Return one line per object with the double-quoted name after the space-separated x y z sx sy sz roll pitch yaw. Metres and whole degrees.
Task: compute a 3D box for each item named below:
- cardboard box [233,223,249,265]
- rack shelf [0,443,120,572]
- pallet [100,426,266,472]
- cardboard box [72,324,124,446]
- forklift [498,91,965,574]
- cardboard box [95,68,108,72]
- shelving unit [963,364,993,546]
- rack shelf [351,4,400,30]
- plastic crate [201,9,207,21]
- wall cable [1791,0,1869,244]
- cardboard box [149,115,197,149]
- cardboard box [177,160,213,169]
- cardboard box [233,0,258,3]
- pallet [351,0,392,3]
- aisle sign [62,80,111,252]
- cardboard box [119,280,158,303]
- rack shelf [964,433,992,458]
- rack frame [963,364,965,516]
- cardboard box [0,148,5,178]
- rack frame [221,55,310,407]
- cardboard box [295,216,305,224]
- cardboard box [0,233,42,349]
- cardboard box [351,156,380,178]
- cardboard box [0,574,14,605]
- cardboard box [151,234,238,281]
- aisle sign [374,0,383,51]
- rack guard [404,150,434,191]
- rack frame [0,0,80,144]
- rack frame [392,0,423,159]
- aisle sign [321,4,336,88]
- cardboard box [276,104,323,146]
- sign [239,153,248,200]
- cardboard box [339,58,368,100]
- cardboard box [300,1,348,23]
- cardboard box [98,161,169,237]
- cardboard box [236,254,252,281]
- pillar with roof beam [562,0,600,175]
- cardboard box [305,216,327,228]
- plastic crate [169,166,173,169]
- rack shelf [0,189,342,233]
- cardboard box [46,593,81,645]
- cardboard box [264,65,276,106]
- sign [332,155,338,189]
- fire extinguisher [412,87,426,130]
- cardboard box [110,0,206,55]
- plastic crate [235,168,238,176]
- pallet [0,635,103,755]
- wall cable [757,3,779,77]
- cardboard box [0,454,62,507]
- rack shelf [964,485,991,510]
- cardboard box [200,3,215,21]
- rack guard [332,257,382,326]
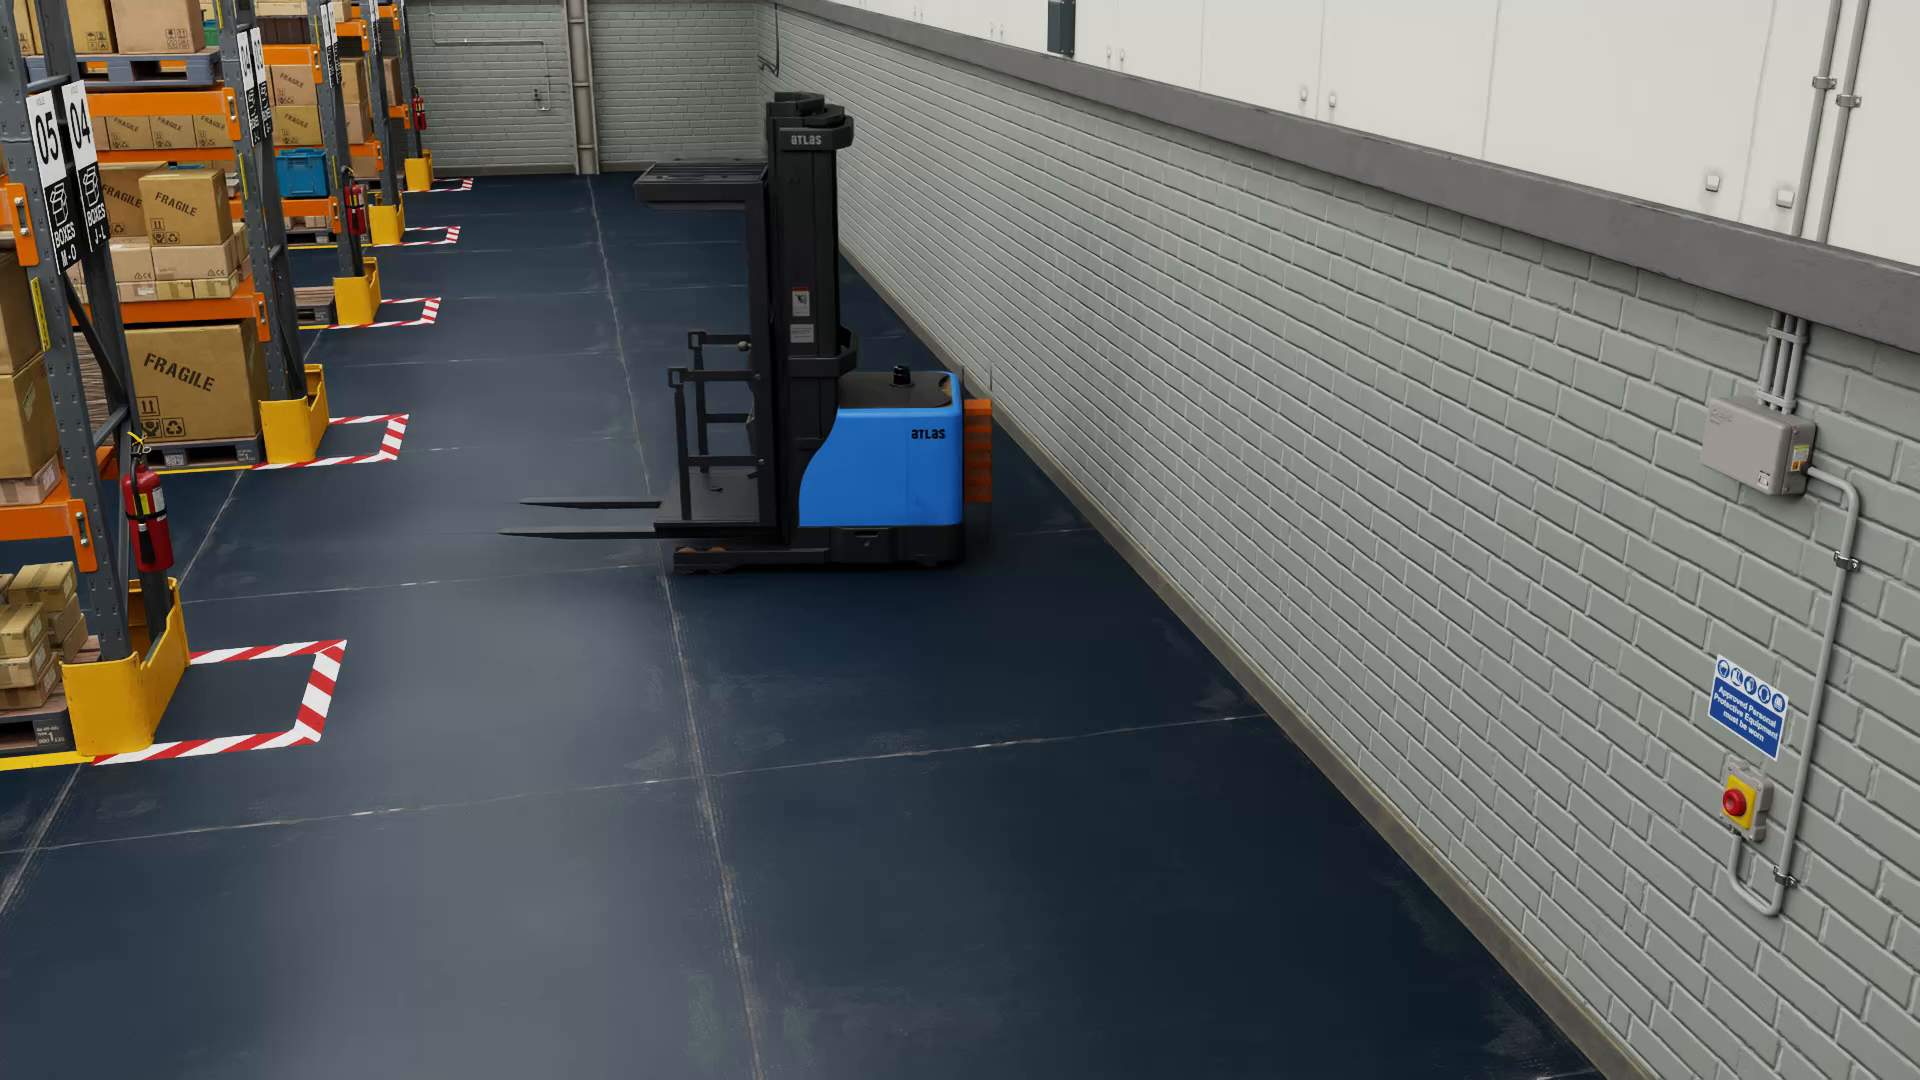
-5.903 -2.321 13.075 0.500 0.250 0.500 -5 21 -14 "cardboard box"
-6.277 -0.035 8.095 4.000 0.370 1.077 -5 21 -12 "rack shelf"
-6.133 -0.800 13.193 1.213 0.211 1.003 -5 21 -12 "pallet"
-6.863 -1.249 12.843 0.875 0.875 0.875 -5 21 -12 "cardboard box"
-1.495 -1.343 10.720 3.031 2.935 1.130 -1 20 -2 "forklift"
-10.517 -5.700 20.914 0.500 0.500 0.500 -5 21 -14 "cardboard box"
0.115 -0.560 11.100 0.189 1.200 0.258 -1 20 -2 "shelving unit"
-10.739 -8.086 25.712 4.000 0.370 1.077 -5 21 -12 "rack shelf"
-8.063 -5.208 16.899 0.767 0.338 0.504 -5 21 -12 "plastic crate"
2.378 -2.244 4.357 0.029 3.000 0.463 -5 21 -12 "wall cable"
-9.998 -5.275 21.210 0.500 0.500 0.500 -5 21 -13 "cardboard box"
-11.934 -5.905 26.098 0.500 0.500 0.700 -4 21 -12 "cardboard box"
-9.064 -6.884 20.878 0.500 0.250 0.500 -5 21 -12 "cardboard box"
-9.512 -8.478 25.866 1.213 0.211 1.003 -5 21 -12 "pallet"
-4.328 -1.858 8.246 0.004 0.787 0.394 -5 21 -12 "aisle sign"
-6.142 -1.902 12.512 0.250 0.149 0.380 -5 21 -12 "cardboard box"
0.115 -0.631 11.074 0.180 0.103 0.258 -1 20 -2 "rack shelf"
0.024 -0.559 11.097 0.006 1.200 0.240 -1 20 -2 "rack frame"
-4.712 -1.745 7.573 0.500 0.250 0.500 -5 21 -14 "cardboard box"
-5.373 -2.199 12.958 0.127 3.000 1.000 -5 21 -12 "rack frame"
-8.730 -4.443 22.442 0.500 0.250 0.500 -5 21 -12 "cardboard box"
-4.828 -1.240 8.309 0.500 0.500 0.500 -5 21 -13 "cardboard box"
-9.451 -6.108 26.651 0.500 0.500 0.700 -5 21 -12 "cardboard box"
-5.159 0.321 8.747 0.250 0.149 0.380 -4 21 -11 "cardboard box"
-5.784 -2.141 12.585 0.500 0.250 0.500 -5 21 -13 "cardboard box"
-7.650 -6.840 21.847 0.004 0.787 0.394 -5 21 -12 "aisle sign"
-8.769 -6.002 26.972 0.348 0.500 1.175 -5 21 -12 "rack guard"
-4.330 -3.348 7.371 0.127 3.000 1.000 -5 21 -12 "rack frame"
-8.793 -7.173 26.536 0.127 3.000 1.000 -5 21 -12 "rack frame"
-6.376 -4.986 16.784 0.004 0.787 0.394 -5 21 -12 "aisle sign"
-8.526 -5.394 21.533 0.500 0.500 0.500 -4 21 -12 "cardboard box"
-5.262 -2.671 12.219 0.005 0.325 0.100 -5 21 -12 "sign"
-8.142 -6.085 21.966 0.500 0.500 0.500 -4 20 -11 "cardboard box"
-8.088 -6.725 21.169 0.500 0.250 0.500 -5 21 -12 "cardboard box"
-6.389 -2.633 12.838 0.500 0.500 0.500 -5 21 -14 "cardboard box"
-5.795 -2.164 13.226 0.250 0.149 0.380 -4 21 -12 "cardboard box"
-5.374 -9.053 22.944 0.400 9.000 9.100 -5 21 -12 "pillar with roof beam"
-8.536 -4.264 22.074 0.250 0.166 0.380 -5 21 -12 "cardboard box"
-8.402 -3.769 17.400 0.300 0.233 0.416 -5 21 -12 "plastic crate"
-8.459 -3.361 17.175 4.000 0.370 1.077 -5 21 -12 "rack shelf"
-4.899 0.426 8.892 0.250 0.149 0.380 -4 20 -10 "cardboard box"
-9.014 -5.822 21.248 0.500 0.500 0.500 -4 21 -11 "cardboard box"
-6.371 -3.751 16.956 0.005 0.325 0.100 -5 21 -12 "sign"
-8.540 -6.819 26.225 0.183 0.674 0.296 -5 21 -12 "fire extinguisher"
-5.867 -3.840 12.174 0.500 0.500 0.700 -6 21 -16 "cardboard box"
-7.470 -3.845 17.607 0.300 0.233 0.416 -5 21 -12 "plastic crate"
-5.203 0.837 8.723 1.213 0.211 1.003 -5 21 -12 "pallet"
-3.206 -8.860 26.934 0.112 2.526 3.097 -5 21 -12 "wall cable"
-4.583 -0.293 8.118 0.250 0.149 0.380 -5 21 -12 "cardboard box"
0.115 -0.293 11.198 0.180 0.103 0.258 -1 20 -2 "rack shelf"
-9.551 -6.611 20.857 0.500 0.250 0.500 -5 21 -12 "cardboard box"
-6.493 -2.690 17.930 0.348 0.500 1.175 -5 21 -12 "rack guard"
